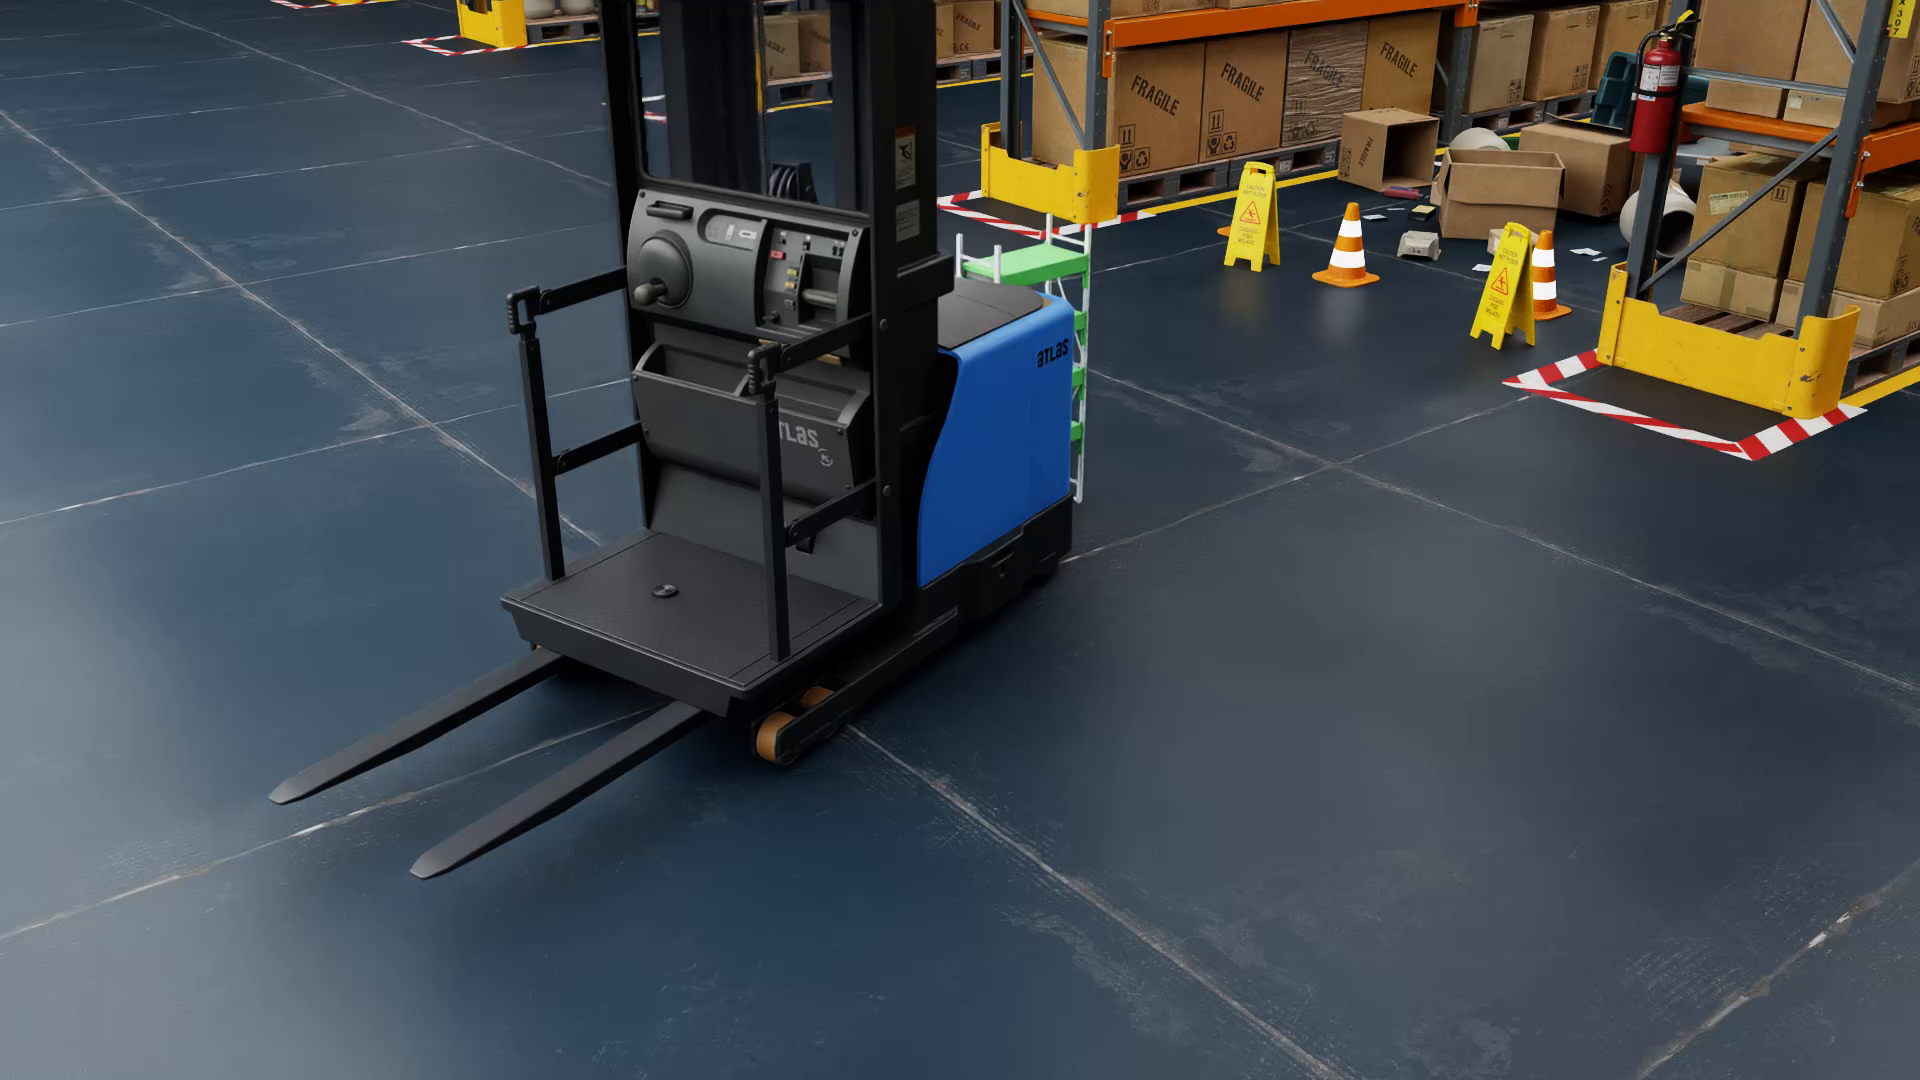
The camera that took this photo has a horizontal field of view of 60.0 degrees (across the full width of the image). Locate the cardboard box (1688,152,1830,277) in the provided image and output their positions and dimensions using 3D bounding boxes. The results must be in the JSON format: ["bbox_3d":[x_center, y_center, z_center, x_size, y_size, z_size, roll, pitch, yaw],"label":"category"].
[{"bbox_3d":[4.248,-1.725,8.780,0.500,0.500,0.500,-18,30,-34],"label":"cardboard box"}]

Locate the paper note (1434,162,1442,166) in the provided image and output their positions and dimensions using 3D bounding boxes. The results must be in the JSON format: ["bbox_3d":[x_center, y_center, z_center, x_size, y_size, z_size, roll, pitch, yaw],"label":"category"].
[{"bbox_3d":[3.821,-2.979,13.131,0.147,0.020,0.142,5,25,11],"label":"paper note"}]

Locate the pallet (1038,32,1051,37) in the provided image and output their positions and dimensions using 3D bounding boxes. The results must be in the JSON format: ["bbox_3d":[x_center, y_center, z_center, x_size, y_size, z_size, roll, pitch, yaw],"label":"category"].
[{"bbox_3d":[1.422,-5.407,18.150,1.213,0.211,1.003,-18,31,-34],"label":"pallet"}]

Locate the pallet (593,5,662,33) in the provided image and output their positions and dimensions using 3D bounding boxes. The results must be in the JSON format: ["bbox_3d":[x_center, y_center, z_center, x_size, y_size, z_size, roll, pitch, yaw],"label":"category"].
[{"bbox_3d":[-3.761,-6.366,20.215,1.213,0.211,1.003,-18,31,-34],"label":"pallet"}]

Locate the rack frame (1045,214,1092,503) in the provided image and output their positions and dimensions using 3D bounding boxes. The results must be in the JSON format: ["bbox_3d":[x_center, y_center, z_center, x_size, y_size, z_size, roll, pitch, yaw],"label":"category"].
[{"bbox_3d":[0.437,-0.743,6.926,0.015,1.200,0.240,-20,32,-37],"label":"rack frame"}]

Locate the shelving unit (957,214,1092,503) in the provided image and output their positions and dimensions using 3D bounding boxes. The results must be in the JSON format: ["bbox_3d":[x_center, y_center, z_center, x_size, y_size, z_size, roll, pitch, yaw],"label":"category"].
[{"bbox_3d":[0.255,-0.675,6.780,0.503,1.200,0.258,-20,32,-37],"label":"shelving unit"}]

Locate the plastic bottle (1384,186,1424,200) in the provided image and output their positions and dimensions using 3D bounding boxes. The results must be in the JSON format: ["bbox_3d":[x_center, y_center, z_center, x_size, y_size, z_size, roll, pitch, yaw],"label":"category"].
[{"bbox_3d":[3.253,-2.528,12.124,0.283,0.061,0.133,15,29,29],"label":"plastic bottle"}]

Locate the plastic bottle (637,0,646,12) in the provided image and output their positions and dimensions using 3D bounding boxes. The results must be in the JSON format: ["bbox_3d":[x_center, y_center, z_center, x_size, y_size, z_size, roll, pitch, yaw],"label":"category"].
[{"bbox_3d":[-3.774,-6.400,19.696,0.097,0.271,0.097,0,25,0],"label":"plastic bottle"}]

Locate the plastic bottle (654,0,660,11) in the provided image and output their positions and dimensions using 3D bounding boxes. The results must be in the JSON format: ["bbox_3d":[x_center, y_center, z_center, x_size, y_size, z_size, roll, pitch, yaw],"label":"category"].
[{"bbox_3d":[-3.585,-6.459,19.807,0.133,0.283,0.061,-18,30,-33],"label":"plastic bottle"}]

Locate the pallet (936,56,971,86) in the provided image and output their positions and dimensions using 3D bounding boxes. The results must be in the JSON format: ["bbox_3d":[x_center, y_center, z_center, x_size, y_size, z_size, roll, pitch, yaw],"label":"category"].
[{"bbox_3d":[-0.657,-4.699,16.625,1.213,0.211,1.003,-18,31,-34],"label":"pallet"}]

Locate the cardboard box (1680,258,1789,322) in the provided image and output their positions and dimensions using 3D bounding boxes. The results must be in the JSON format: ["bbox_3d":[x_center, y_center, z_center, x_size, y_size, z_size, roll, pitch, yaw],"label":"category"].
[{"bbox_3d":[4.267,-1.396,8.961,0.500,0.250,0.500,-18,31,-34],"label":"cardboard box"}]

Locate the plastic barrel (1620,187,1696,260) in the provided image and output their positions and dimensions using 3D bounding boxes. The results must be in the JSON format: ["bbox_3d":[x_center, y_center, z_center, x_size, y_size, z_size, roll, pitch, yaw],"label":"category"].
[{"bbox_3d":[4.469,-2.017,10.592,0.421,0.421,0.512,1,25,2],"label":"plastic barrel"}]

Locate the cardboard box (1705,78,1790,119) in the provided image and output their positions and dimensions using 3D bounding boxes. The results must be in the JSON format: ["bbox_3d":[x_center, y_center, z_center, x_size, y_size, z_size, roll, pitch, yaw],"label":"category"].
[{"bbox_3d":[3.940,-2.201,8.228,0.250,0.149,0.380,-17,30,-32],"label":"cardboard box"}]

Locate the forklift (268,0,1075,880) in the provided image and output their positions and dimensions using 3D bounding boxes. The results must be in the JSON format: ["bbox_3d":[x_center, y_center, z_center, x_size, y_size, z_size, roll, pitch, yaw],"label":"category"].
[{"bbox_3d":[-0.811,-0.850,5.101,1.130,2.935,3.031,16,29,31],"label":"forklift"}]

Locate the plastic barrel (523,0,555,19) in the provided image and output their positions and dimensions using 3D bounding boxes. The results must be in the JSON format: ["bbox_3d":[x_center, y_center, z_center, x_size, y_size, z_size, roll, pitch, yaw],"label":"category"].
[{"bbox_3d":[-4.923,-6.329,19.280,0.421,0.512,0.421,0,25,0],"label":"plastic barrel"}]

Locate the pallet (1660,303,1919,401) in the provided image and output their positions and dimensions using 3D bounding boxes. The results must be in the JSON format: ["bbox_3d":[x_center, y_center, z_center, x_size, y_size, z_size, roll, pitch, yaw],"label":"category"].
[{"bbox_3d":[4.499,-1.101,8.872,1.213,0.211,1.003,-18,31,-34],"label":"pallet"}]

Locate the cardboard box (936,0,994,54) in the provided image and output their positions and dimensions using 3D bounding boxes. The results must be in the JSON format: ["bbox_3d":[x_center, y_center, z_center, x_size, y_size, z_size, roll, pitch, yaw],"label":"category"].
[{"bbox_3d":[0.025,-5.284,17.042,0.500,0.500,0.500,-9,26,-18],"label":"cardboard box"}]

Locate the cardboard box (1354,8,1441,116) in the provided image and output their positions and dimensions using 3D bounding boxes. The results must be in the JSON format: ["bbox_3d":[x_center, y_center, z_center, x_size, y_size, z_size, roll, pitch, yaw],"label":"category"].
[{"bbox_3d":[3.254,-3.886,13.586,0.875,0.875,0.875,-18,30,-33],"label":"cardboard box"}]

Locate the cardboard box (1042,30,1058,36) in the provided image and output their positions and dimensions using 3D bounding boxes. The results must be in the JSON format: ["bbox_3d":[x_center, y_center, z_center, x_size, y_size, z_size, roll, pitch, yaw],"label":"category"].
[{"bbox_3d":[1.307,-5.687,17.888,0.500,0.500,0.700,-21,32,-38],"label":"cardboard box"}]

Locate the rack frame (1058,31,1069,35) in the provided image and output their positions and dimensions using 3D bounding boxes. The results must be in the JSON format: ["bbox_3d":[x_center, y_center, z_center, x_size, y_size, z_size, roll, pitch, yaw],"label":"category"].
[{"bbox_3d":[0.811,-6.469,17.126,0.127,3.000,1.000,-18,31,-34],"label":"rack frame"}]

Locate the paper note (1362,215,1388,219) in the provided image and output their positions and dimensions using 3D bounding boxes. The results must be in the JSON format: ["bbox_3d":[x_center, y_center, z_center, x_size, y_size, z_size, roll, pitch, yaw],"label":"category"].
[{"bbox_3d":[2.893,-2.247,11.558,0.142,0.017,0.144,-8,26,-16],"label":"paper note"}]

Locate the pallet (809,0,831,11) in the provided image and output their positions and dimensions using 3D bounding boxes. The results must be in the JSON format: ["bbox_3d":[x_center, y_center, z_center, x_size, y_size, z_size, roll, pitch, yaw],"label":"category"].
[{"bbox_3d":[-1.652,-7.062,21.715,1.213,0.211,1.003,-18,31,-34],"label":"pallet"}]

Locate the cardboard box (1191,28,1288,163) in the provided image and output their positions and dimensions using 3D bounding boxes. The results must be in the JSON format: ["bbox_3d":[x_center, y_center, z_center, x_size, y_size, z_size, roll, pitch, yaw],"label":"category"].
[{"bbox_3d":[1.828,-3.415,12.569,0.875,0.875,0.875,-19,31,-35],"label":"cardboard box"}]

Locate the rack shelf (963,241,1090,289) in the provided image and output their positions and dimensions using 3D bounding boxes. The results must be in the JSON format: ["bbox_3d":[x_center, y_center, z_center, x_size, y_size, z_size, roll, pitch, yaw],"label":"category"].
[{"bbox_3d":[0.255,-1.053,6.604,0.480,0.148,0.258,-20,32,-37],"label":"rack shelf"}]

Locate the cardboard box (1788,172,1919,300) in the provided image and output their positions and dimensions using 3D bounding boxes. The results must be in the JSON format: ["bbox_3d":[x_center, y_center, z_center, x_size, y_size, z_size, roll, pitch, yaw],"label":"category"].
[{"bbox_3d":[4.602,-1.555,8.414,0.500,0.500,0.500,-19,31,-36],"label":"cardboard box"}]

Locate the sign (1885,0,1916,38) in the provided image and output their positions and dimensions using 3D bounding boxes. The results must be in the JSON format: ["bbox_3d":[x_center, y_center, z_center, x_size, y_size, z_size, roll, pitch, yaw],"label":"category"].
[{"bbox_3d":[4.113,-2.360,7.244,0.005,0.325,0.100,-18,31,-34],"label":"sign"}]

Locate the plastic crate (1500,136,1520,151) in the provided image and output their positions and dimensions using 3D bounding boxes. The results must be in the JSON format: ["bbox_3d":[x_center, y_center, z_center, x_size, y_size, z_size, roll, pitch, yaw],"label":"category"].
[{"bbox_3d":[4.463,-3.071,13.076,0.662,0.188,0.450,-3,15,-7],"label":"plastic crate"}]

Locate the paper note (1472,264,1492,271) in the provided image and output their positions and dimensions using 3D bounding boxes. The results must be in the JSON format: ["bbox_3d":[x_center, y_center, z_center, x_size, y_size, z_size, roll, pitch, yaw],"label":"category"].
[{"bbox_3d":[3.294,-1.705,10.388,0.148,0.019,0.142,15,29,29],"label":"paper note"}]

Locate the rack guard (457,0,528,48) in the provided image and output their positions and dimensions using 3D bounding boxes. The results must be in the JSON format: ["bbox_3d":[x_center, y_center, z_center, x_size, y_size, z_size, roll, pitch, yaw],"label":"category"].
[{"bbox_3d":[-5.363,-5.972,19.025,0.348,0.500,1.175,-18,31,-34],"label":"rack guard"}]

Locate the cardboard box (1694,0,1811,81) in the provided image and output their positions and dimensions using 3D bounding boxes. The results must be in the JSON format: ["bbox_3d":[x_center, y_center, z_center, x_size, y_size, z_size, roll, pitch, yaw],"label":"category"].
[{"bbox_3d":[4.035,-2.560,8.230,0.500,0.500,0.500,-19,31,-35],"label":"cardboard box"}]

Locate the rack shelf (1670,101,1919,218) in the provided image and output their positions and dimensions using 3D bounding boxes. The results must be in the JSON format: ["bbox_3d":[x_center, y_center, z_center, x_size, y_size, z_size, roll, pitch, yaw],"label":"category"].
[{"bbox_3d":[5.352,-2.340,9.084,4.000,0.370,1.077,-18,31,-34],"label":"rack shelf"}]

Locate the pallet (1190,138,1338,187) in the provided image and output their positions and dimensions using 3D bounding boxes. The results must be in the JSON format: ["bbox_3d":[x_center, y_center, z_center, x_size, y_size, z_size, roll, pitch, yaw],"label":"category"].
[{"bbox_3d":[2.184,-3.045,13.059,1.213,0.211,1.003,-18,31,-34],"label":"pallet"}]

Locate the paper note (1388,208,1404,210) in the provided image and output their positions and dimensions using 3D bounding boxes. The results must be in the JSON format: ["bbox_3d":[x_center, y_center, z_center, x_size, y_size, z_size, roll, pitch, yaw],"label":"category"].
[{"bbox_3d":[3.092,-2.346,11.793,0.123,0.001,0.032,-3,25,-7],"label":"paper note"}]

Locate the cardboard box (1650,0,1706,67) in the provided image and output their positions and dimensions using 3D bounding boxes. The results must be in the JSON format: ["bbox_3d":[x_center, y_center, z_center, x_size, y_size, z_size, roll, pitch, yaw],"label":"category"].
[{"bbox_3d":[6.405,-4.880,15.876,0.750,0.750,1.050,-19,31,-35],"label":"cardboard box"}]

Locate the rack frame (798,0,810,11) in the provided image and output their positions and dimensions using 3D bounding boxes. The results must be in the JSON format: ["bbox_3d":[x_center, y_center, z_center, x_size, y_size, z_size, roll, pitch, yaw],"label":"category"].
[{"bbox_3d":[-2.246,-8.110,20.661,0.127,3.000,1.000,-18,31,-34],"label":"rack frame"}]

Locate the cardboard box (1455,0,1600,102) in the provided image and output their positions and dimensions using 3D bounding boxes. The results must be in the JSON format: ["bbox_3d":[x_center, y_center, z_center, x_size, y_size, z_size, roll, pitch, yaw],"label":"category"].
[{"bbox_3d":[4.986,-4.410,14.863,0.750,0.750,1.050,-18,31,-34],"label":"cardboard box"}]

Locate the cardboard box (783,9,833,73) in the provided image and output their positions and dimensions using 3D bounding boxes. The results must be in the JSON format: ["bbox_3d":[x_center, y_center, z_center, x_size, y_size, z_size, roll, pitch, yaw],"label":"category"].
[{"bbox_3d":[-1.386,-4.810,16.021,0.500,0.500,0.500,-10,27,-21],"label":"cardboard box"}]

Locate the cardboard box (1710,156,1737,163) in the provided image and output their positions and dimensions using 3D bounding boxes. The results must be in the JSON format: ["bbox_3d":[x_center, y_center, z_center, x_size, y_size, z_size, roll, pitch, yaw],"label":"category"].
[{"bbox_3d":[5.243,-2.226,10.949,0.500,0.500,0.500,1,25,2],"label":"cardboard box"}]

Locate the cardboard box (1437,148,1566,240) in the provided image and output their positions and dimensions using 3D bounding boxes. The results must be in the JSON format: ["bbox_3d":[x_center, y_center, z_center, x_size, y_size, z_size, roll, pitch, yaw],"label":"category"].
[{"bbox_3d":[3.598,-2.310,11.129,0.797,0.503,0.637,5,25,11],"label":"cardboard box"}]

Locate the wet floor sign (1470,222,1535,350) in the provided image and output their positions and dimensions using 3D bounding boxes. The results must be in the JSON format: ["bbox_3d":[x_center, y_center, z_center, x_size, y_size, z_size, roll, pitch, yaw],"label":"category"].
[{"bbox_3d":[2.968,-1.384,8.966,0.232,0.644,0.267,-8,26,-16],"label":"wet floor sign"}]

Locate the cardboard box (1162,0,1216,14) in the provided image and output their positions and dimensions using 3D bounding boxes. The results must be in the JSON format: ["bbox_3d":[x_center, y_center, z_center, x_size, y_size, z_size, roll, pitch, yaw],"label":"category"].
[{"bbox_3d":[1.327,-4.090,11.822,0.550,0.550,0.875,-18,31,-34],"label":"cardboard box"}]

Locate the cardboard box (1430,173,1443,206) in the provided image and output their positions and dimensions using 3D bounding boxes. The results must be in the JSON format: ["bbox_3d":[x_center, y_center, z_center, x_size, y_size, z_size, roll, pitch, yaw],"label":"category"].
[{"bbox_3d":[3.576,-2.503,11.828,0.258,0.266,0.396,-13,28,-25],"label":"cardboard box"}]

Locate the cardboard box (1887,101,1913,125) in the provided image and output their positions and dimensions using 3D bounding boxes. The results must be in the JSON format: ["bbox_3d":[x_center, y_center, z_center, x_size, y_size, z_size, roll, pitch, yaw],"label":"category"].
[{"bbox_3d":[4.363,-2.123,8.060,0.250,0.149,0.380,-18,30,-33],"label":"cardboard box"}]

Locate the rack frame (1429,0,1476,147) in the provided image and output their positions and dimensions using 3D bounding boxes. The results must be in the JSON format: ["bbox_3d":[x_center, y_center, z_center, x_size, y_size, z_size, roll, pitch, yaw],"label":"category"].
[{"bbox_3d":[3.792,-4.800,13.529,0.127,3.000,1.000,-18,31,-34],"label":"rack frame"}]

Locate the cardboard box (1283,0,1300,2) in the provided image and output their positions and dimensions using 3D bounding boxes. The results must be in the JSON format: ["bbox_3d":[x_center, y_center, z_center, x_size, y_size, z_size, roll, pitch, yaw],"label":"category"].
[{"bbox_3d":[2.237,-4.345,12.372,0.500,0.550,0.875,-18,31,-34],"label":"cardboard box"}]

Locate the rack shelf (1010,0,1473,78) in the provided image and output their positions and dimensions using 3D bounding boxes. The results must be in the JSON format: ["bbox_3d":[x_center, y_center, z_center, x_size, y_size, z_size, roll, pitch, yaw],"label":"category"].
[{"bbox_3d":[2.218,-3.954,12.561,4.000,0.370,1.077,-18,31,-34],"label":"rack shelf"}]

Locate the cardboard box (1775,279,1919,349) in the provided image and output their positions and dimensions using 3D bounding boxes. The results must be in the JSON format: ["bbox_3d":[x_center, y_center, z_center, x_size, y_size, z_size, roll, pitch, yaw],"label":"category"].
[{"bbox_3d":[4.583,-1.208,8.558,0.500,0.250,0.500,-19,31,-34],"label":"cardboard box"}]

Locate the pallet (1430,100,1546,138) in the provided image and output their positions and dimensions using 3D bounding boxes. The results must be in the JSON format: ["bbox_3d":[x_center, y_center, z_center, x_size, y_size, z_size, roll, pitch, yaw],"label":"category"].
[{"bbox_3d":[4.352,-3.760,14.601,1.213,0.211,1.003,-18,31,-34],"label":"pallet"}]

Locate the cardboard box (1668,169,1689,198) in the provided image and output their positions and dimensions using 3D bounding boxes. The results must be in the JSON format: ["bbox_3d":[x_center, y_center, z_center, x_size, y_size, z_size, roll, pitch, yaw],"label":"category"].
[{"bbox_3d":[4.960,-2.445,11.704,0.258,0.266,0.396,5,25,11],"label":"cardboard box"}]

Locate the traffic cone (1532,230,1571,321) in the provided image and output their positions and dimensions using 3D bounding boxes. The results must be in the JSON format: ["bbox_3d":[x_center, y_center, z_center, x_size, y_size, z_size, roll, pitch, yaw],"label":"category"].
[{"bbox_3d":[3.320,-1.535,9.509,0.334,0.463,0.336,-18,31,-34],"label":"traffic cone"}]

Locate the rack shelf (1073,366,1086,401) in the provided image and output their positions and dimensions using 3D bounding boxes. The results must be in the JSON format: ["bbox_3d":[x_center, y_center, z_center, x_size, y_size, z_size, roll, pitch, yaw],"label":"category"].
[{"bbox_3d":[0.255,-0.617,6.806,0.480,0.148,0.258,-20,32,-37],"label":"rack shelf"}]

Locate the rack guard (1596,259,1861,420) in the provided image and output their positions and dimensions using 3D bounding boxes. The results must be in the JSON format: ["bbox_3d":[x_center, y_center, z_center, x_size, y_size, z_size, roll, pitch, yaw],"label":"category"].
[{"bbox_3d":[3.838,-1.033,8.382,0.348,0.500,1.175,-18,31,-34],"label":"rack guard"}]

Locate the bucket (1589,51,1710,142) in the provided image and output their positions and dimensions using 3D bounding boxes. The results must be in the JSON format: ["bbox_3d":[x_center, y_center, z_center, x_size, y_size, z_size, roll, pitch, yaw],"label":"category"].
[{"bbox_3d":[5.107,-3.205,12.176,0.620,0.611,0.726,2,23,-21],"label":"bucket"}]
